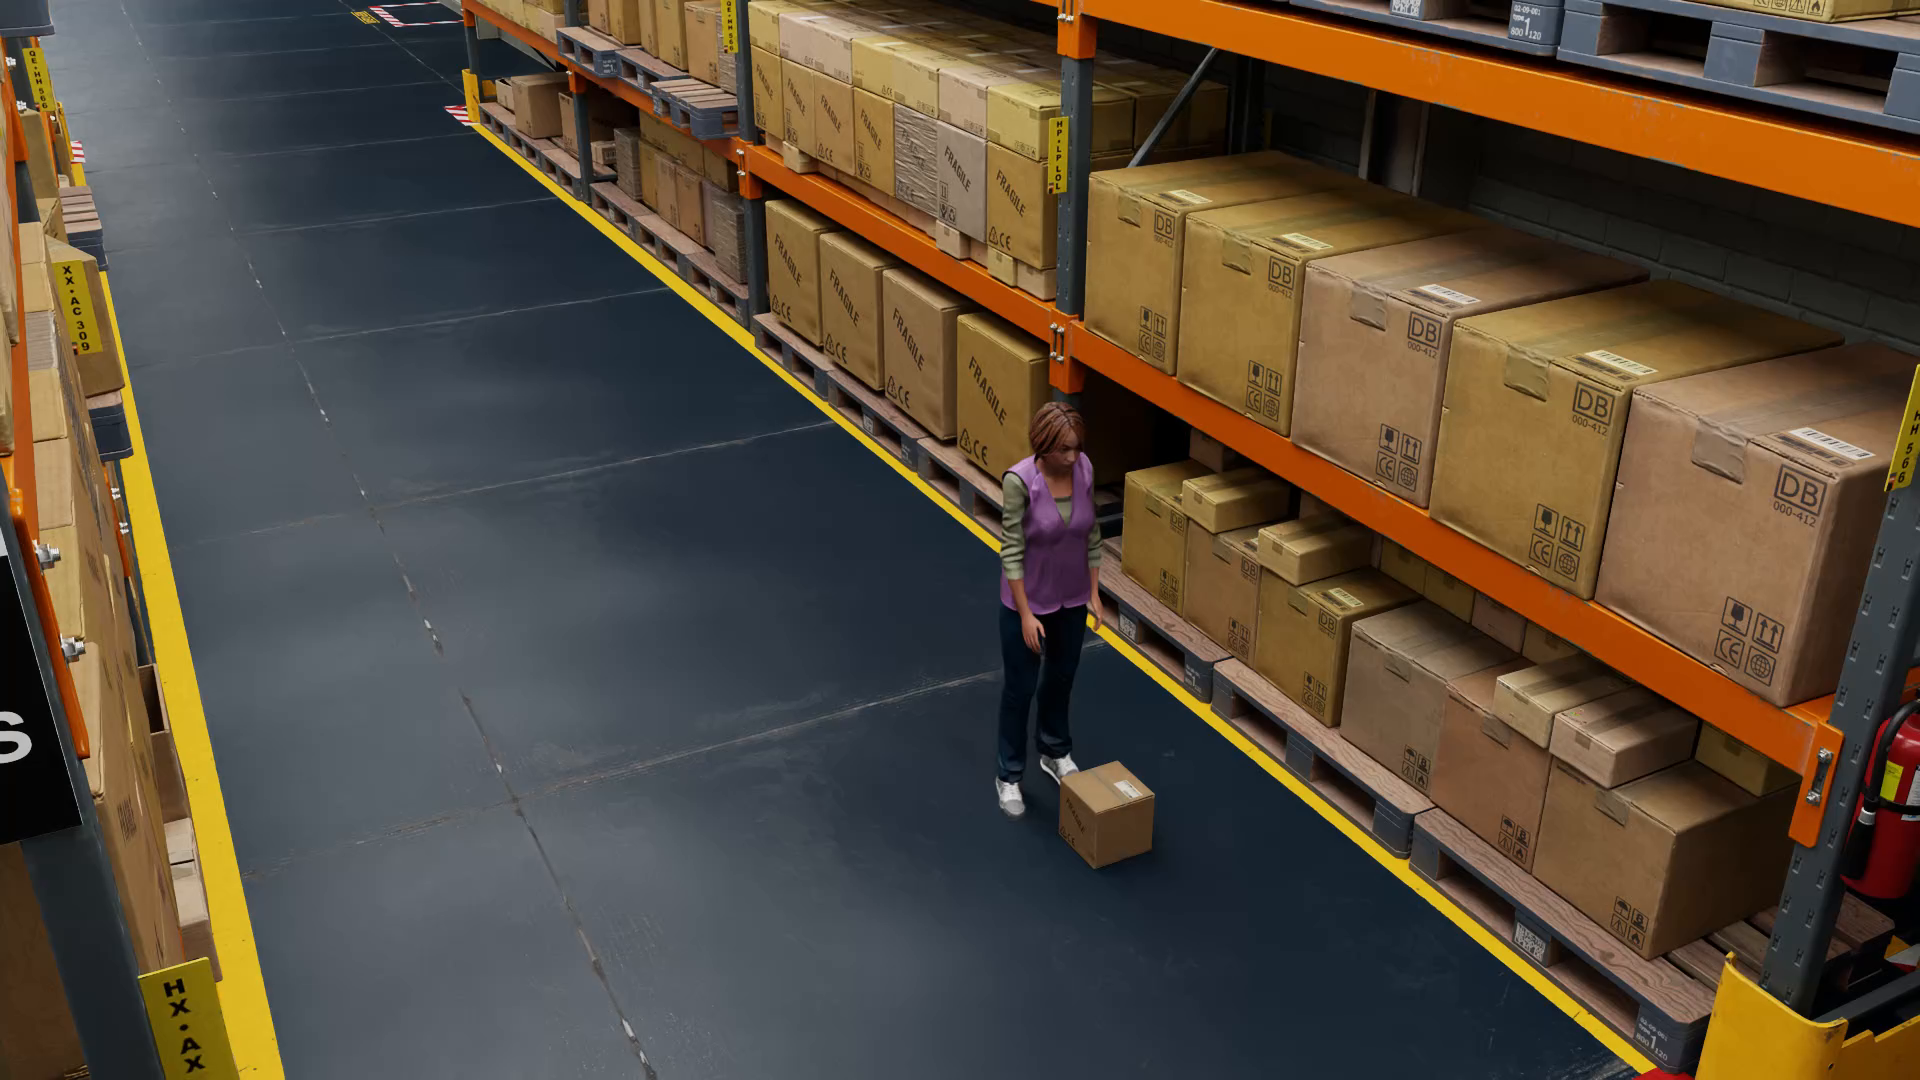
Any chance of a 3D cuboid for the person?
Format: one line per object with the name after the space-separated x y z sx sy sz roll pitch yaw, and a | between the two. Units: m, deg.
0.321 0.235 6.151 0.425 1.615 0.321 -13 29 -24 | person
